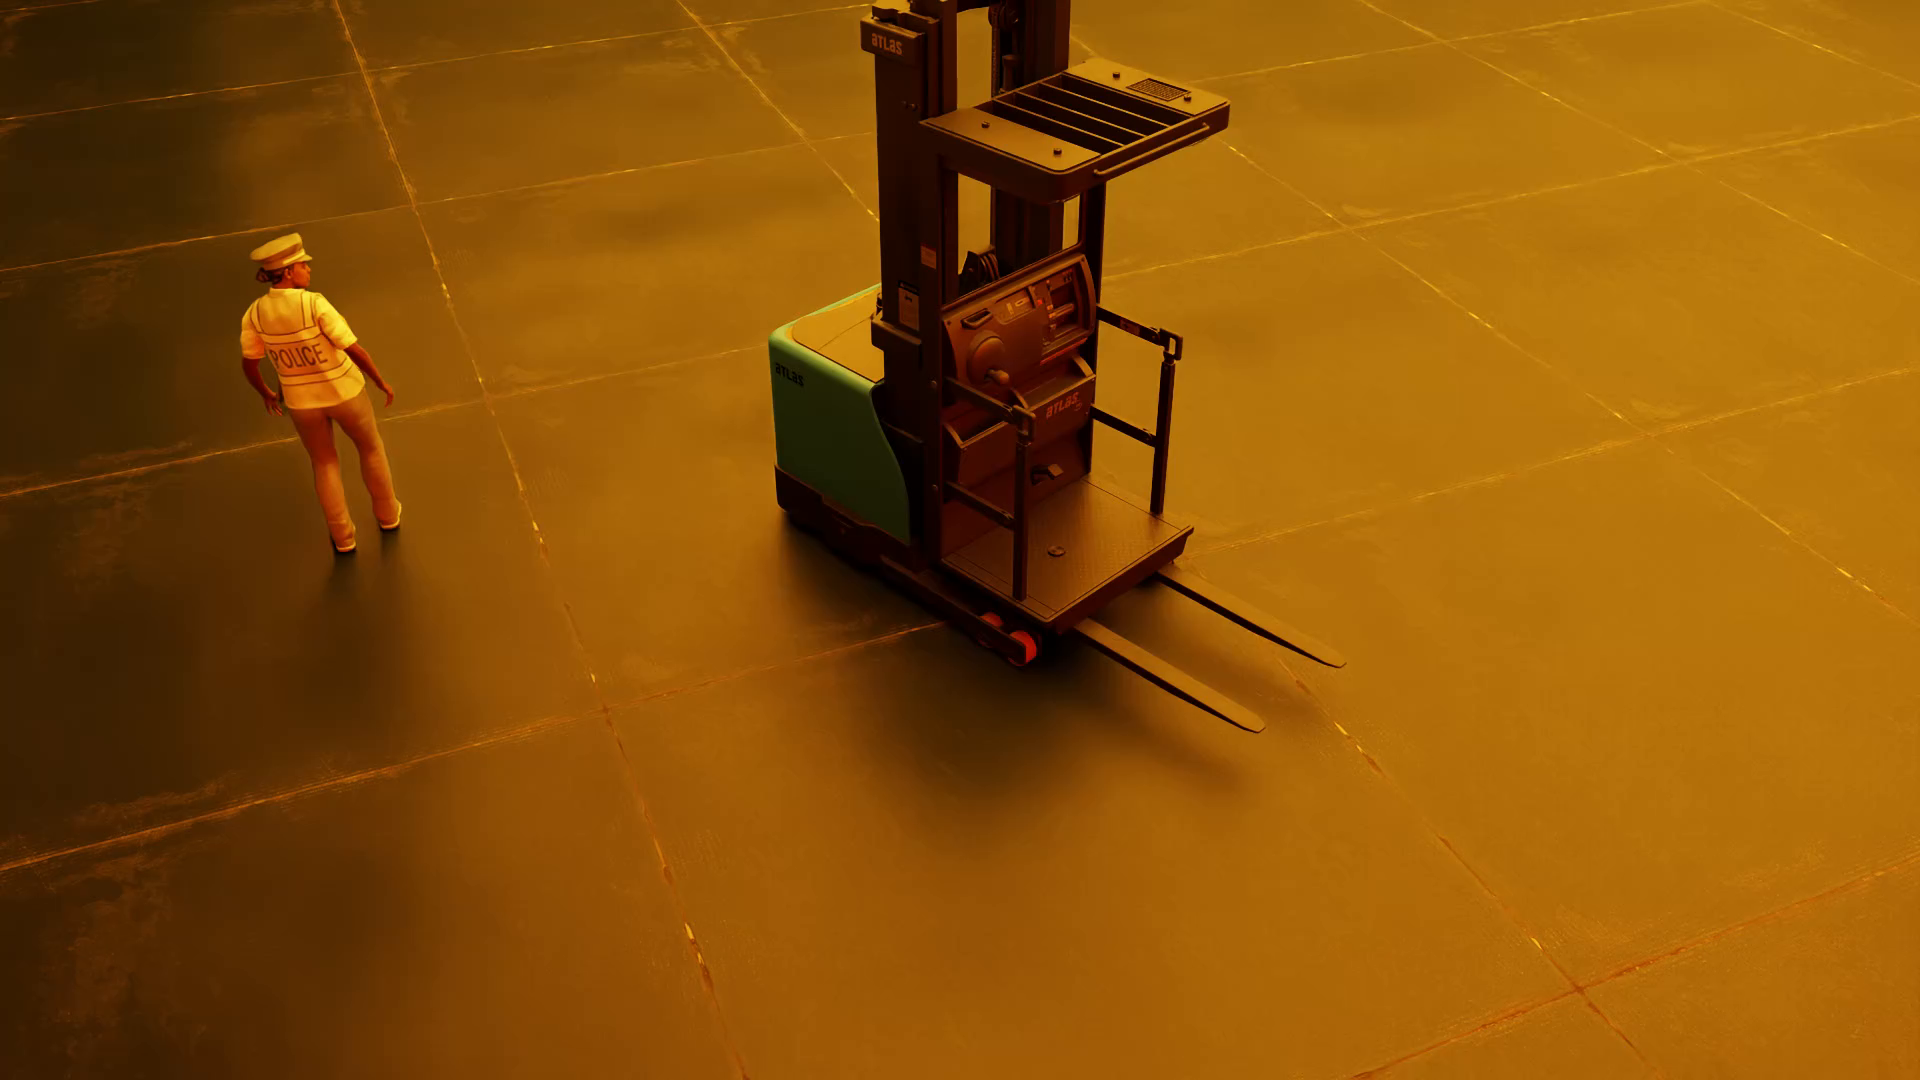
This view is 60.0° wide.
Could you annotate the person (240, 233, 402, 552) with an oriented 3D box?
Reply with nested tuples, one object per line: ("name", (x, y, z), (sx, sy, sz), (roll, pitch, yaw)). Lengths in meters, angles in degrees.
("person", (-3.141, -0.734, 8.235), (0.657, 1.656, 0.470), (-5, 36, -7))

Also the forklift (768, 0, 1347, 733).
("forklift", (0.432, -0.946, 7.429), (3.031, 2.935, 1.130), (30, 45, 35))
